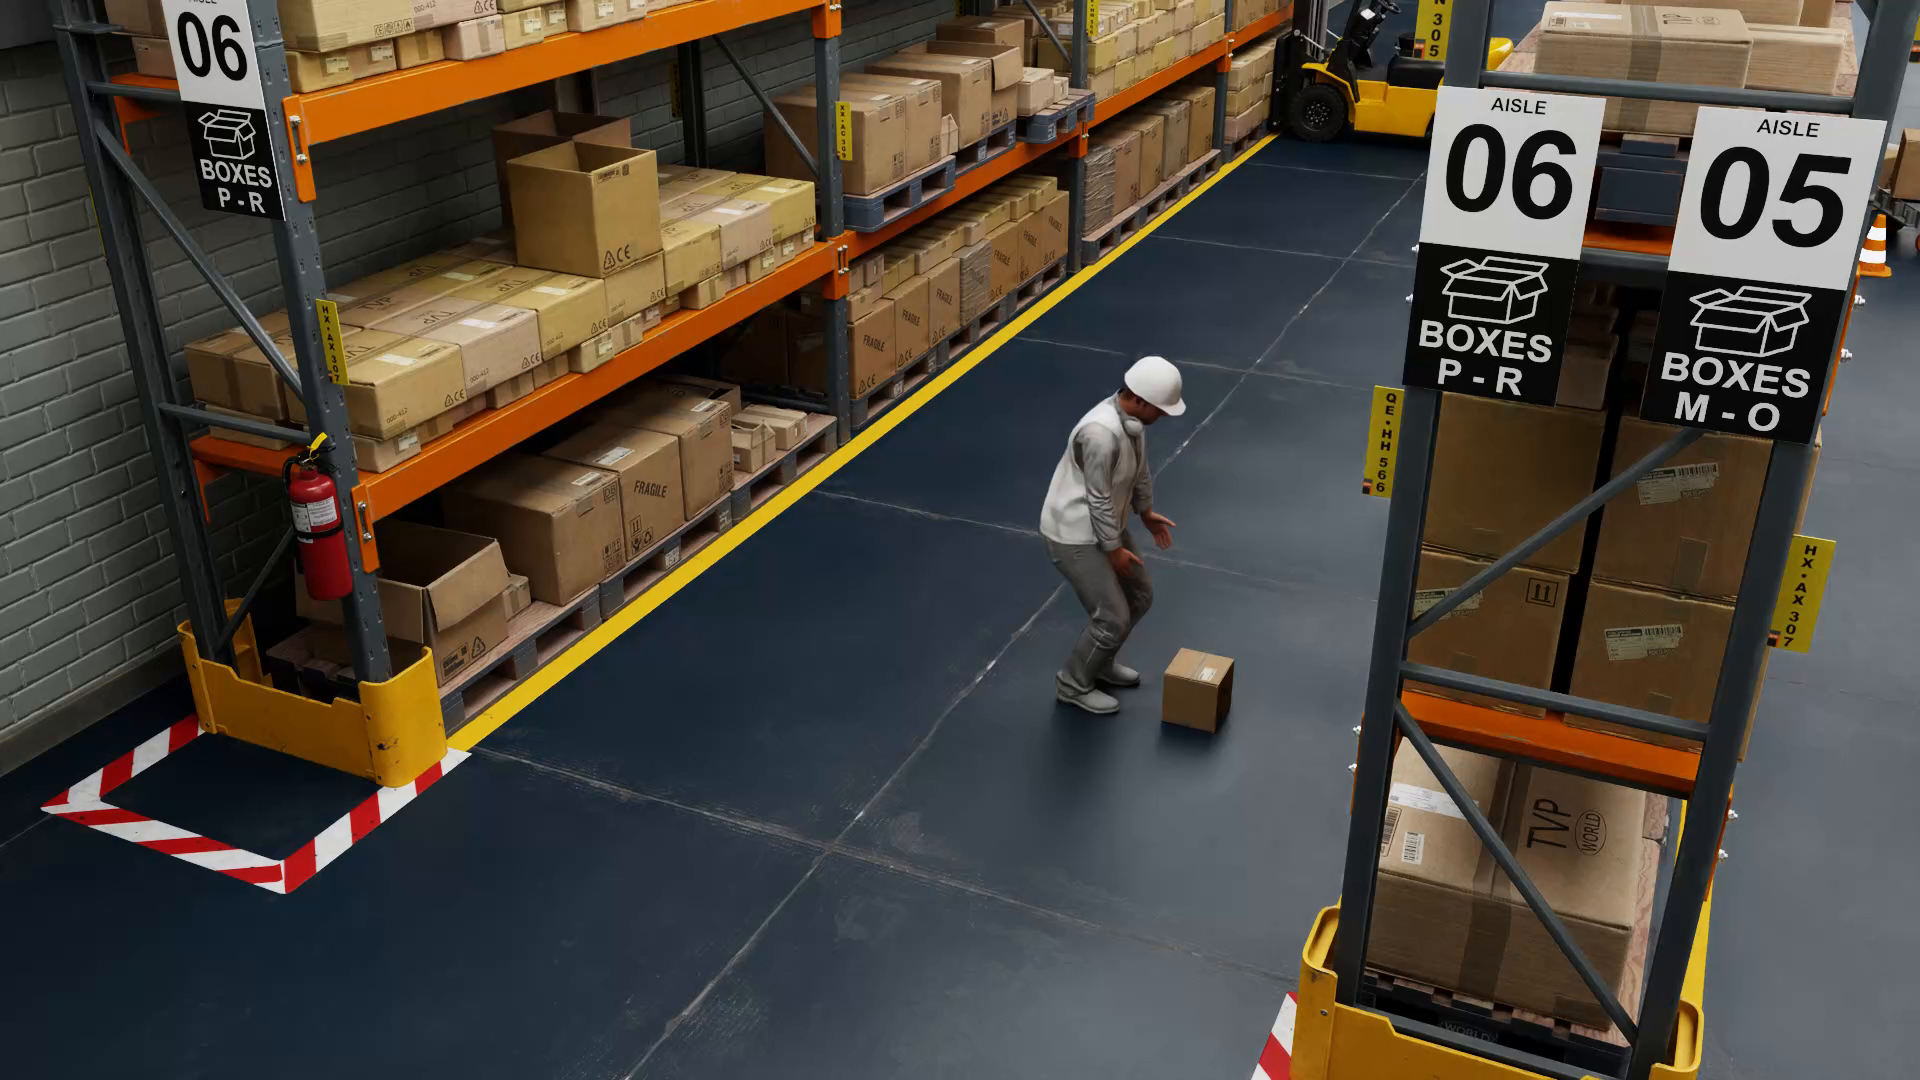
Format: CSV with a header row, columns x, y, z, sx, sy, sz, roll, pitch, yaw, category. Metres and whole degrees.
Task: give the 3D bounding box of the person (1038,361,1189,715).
x,y,z,sx,sy,sz,roll,pitch,yaw,category
0.674,-0.040,7.341,0.604,1.628,0.581,12,28,23,person
